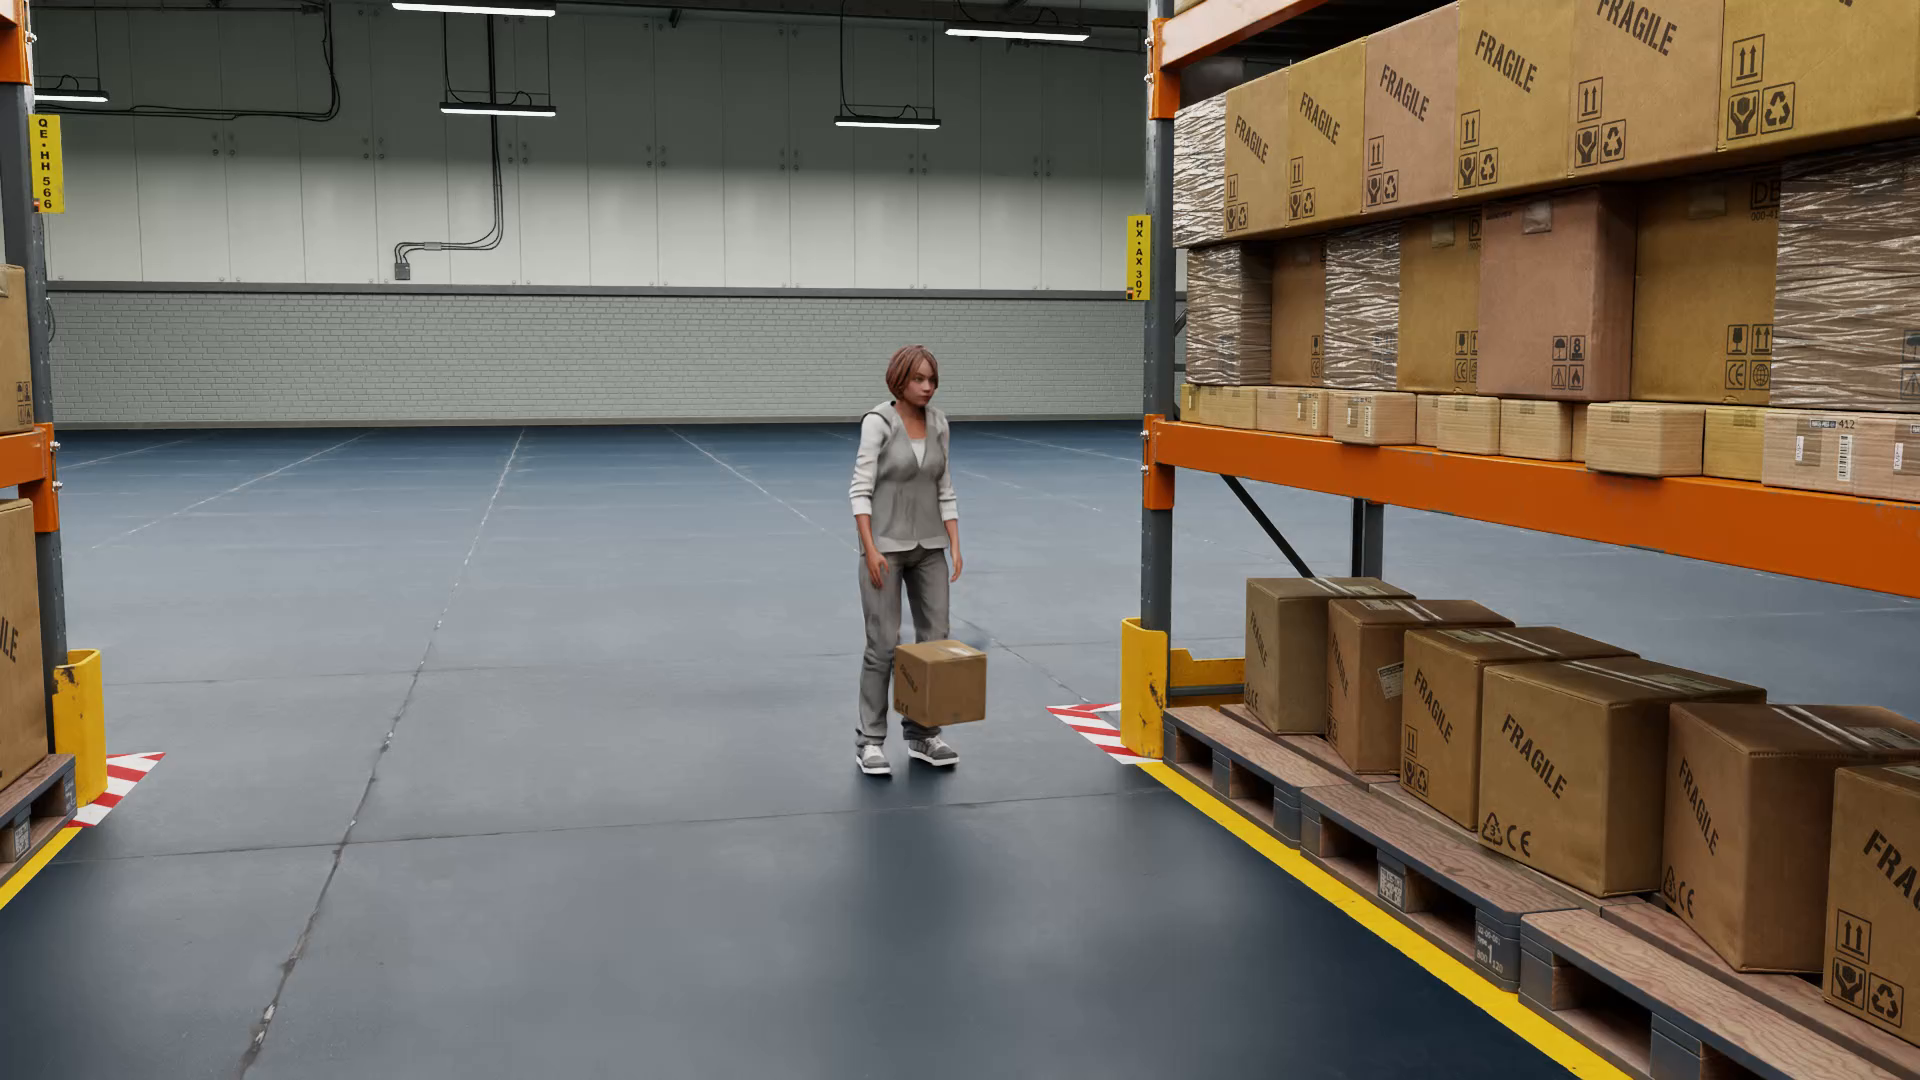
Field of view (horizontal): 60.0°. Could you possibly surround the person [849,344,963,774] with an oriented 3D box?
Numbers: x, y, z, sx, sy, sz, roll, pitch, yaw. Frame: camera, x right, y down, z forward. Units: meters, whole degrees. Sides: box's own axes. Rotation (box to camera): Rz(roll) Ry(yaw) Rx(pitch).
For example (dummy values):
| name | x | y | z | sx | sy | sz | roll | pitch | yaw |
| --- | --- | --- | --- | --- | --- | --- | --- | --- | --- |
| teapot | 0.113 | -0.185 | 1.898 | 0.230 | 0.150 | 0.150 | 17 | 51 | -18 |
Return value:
| name | x | y | z | sx | sy | sz | roll | pitch | yaw |
| --- | --- | --- | --- | --- | --- | --- | --- | --- | --- |
| person | -0.205 | 0.063 | 6.291 | 0.455 | 1.596 | 0.341 | -4 | 7 | -31 |
